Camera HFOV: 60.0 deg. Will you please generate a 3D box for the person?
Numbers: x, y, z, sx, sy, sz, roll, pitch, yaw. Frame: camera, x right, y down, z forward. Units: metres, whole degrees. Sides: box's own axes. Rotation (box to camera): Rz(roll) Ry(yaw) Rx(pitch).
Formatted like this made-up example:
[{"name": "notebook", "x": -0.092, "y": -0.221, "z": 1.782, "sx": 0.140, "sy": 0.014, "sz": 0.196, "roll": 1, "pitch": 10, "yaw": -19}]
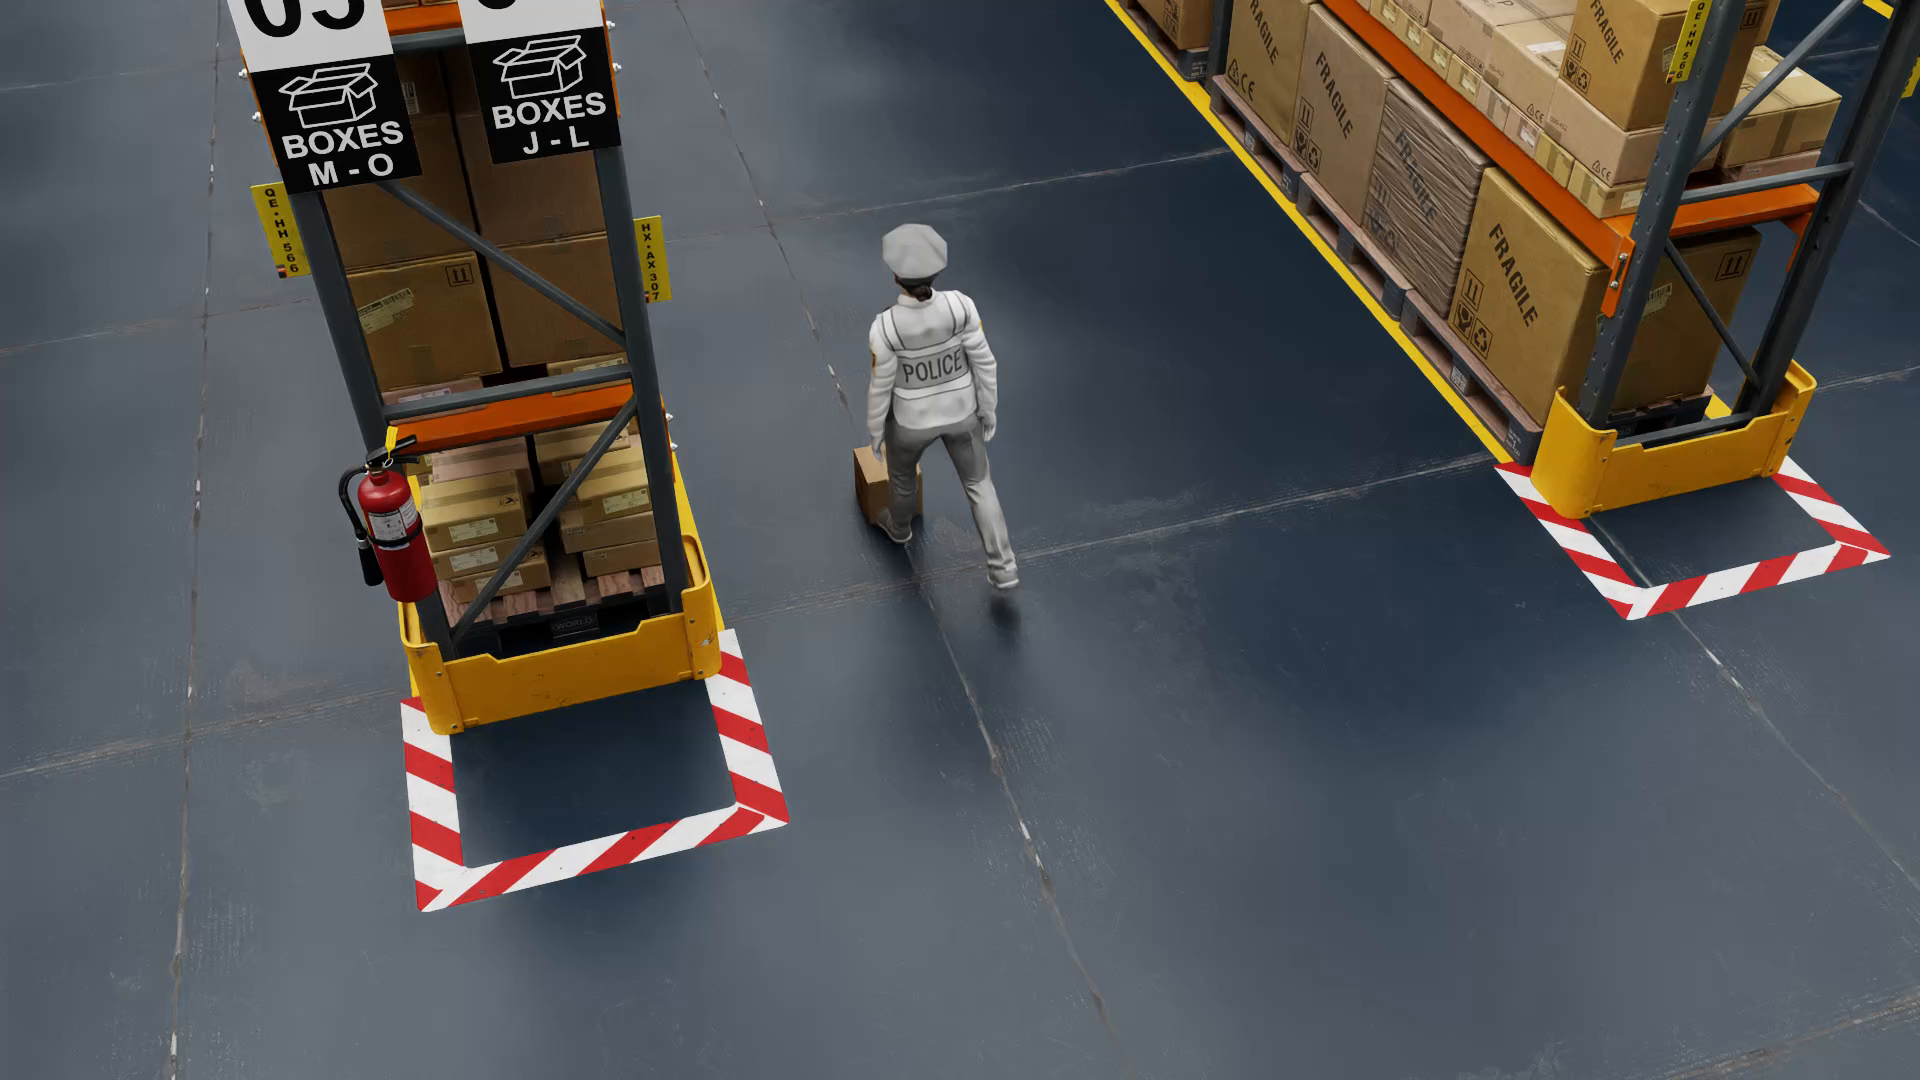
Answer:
[{"name": "person", "x": -0.110, "y": -0.505, "z": 6.686, "sx": 0.540, "sy": 1.655, "sz": 0.898, "roll": -13, "pitch": 44, "yaw": -14}]
